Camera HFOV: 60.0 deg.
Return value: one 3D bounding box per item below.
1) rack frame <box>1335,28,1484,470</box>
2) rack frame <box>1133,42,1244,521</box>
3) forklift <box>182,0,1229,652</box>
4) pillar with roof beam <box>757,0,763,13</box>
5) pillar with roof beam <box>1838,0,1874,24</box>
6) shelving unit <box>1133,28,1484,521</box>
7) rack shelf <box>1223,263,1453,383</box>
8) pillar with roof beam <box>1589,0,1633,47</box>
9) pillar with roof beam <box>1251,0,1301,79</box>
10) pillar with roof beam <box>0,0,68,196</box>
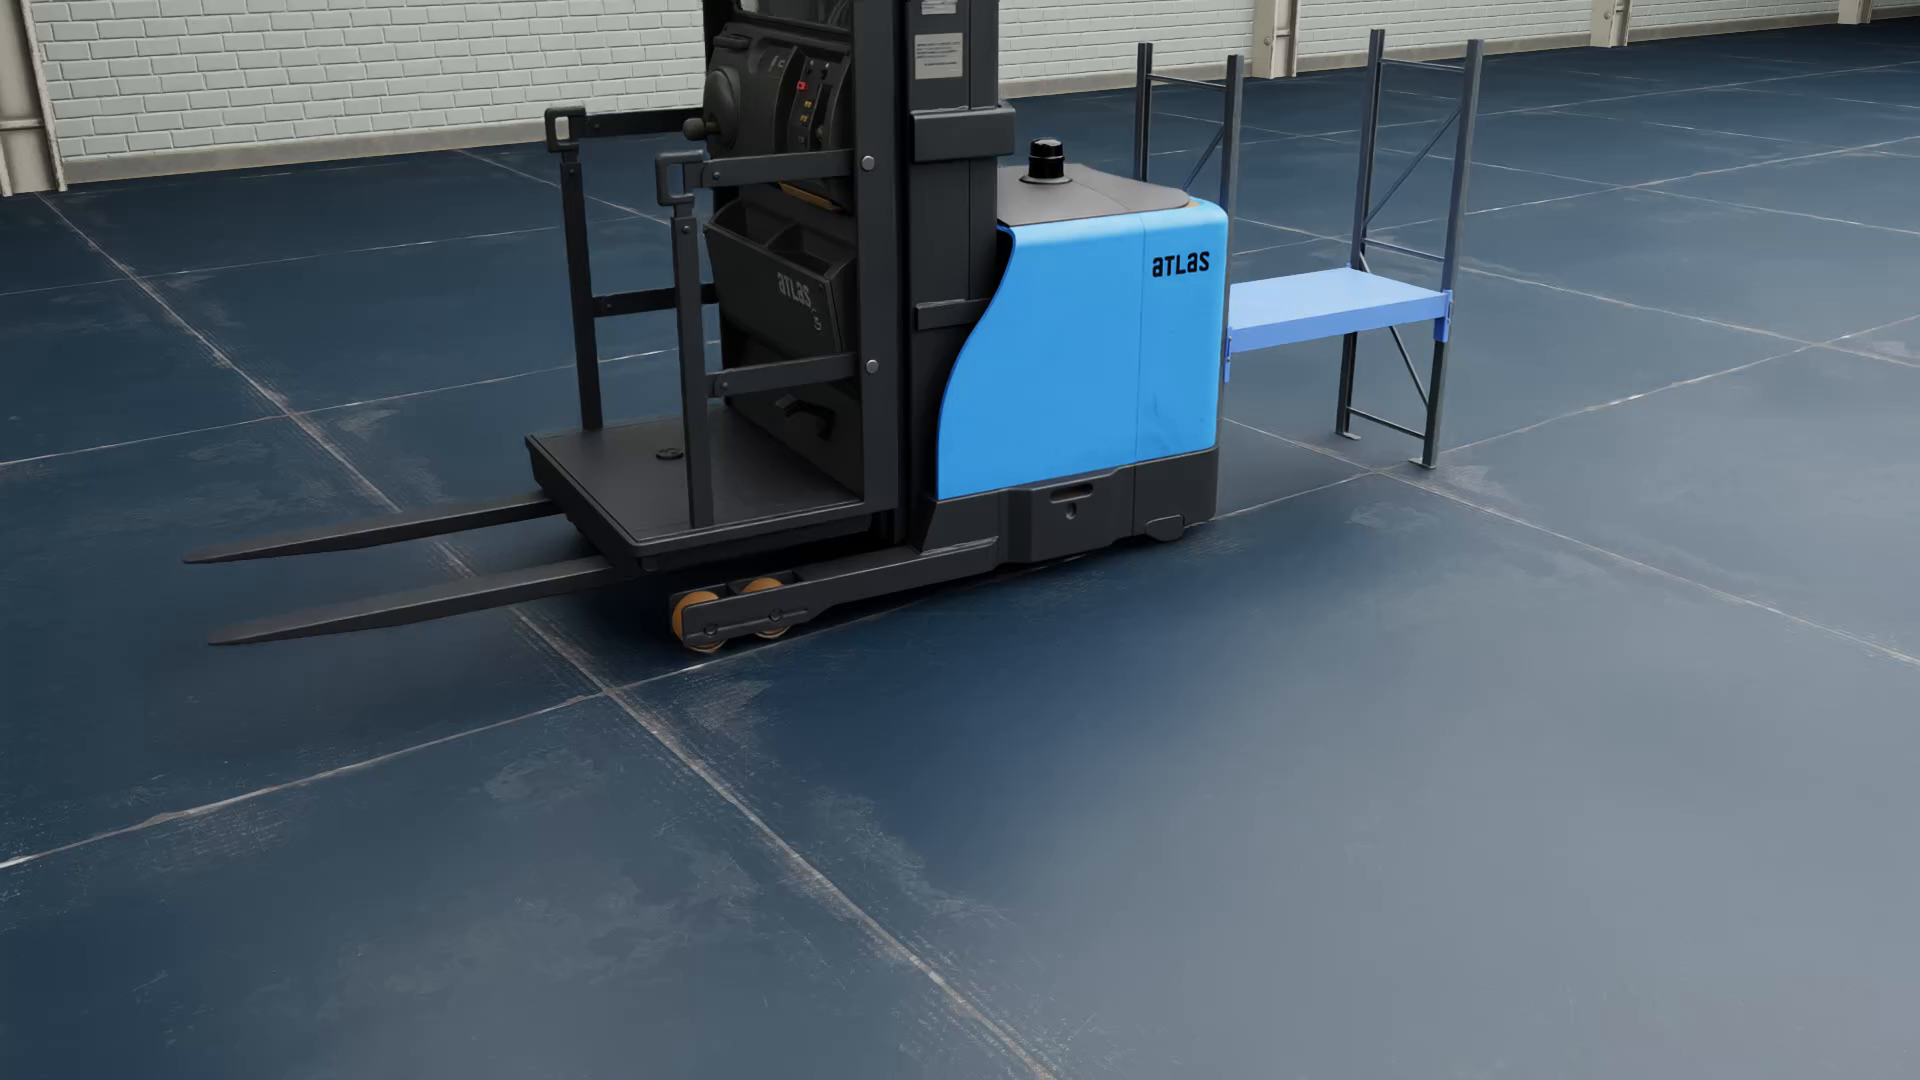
[{"bbox_3d":[1.592,-1.034,5.964,0.032,1.500,0.500,-12,25,-28],"label":"rack frame"},{"bbox_3d":[0.718,-0.842,5.482,0.032,1.500,0.500,-12,25,-28],"label":"rack frame"},{"bbox_3d":[-0.707,-1.273,4.632,3.031,2.935,1.130,-11,24,-27],"label":"forklift"},{"bbox_3d":[1.015,-6.584,9.754,0.400,9.000,9.100,-15,26,-33],"label":"pillar with roof beam"},{"bbox_3d":[15.627,-10.480,19.517,0.400,9.000,9.100,-15,26,-33],"label":"pillar with roof beam"},{"bbox_3d":[1.155,-0.938,5.723,1.048,1.500,0.538,-12,25,-28],"label":"shelving unit"},{"bbox_3d":[1.155,-0.771,5.790,1.000,0.185,0.538,-12,25,-28],"label":"rack shelf"},{"bbox_3d":[10.756,-9.181,16.263,0.400,9.000,9.100,-15,26,-33],"label":"pillar with roof beam"},{"bbox_3d":[5.886,-7.882,13.008,0.400,9.000,9.100,-15,26,-33],"label":"pillar with roof beam"},{"bbox_3d":[-3.855,-5.285,6.499,0.400,9.000,9.100,-15,26,-33],"label":"pillar with roof beam"}]
